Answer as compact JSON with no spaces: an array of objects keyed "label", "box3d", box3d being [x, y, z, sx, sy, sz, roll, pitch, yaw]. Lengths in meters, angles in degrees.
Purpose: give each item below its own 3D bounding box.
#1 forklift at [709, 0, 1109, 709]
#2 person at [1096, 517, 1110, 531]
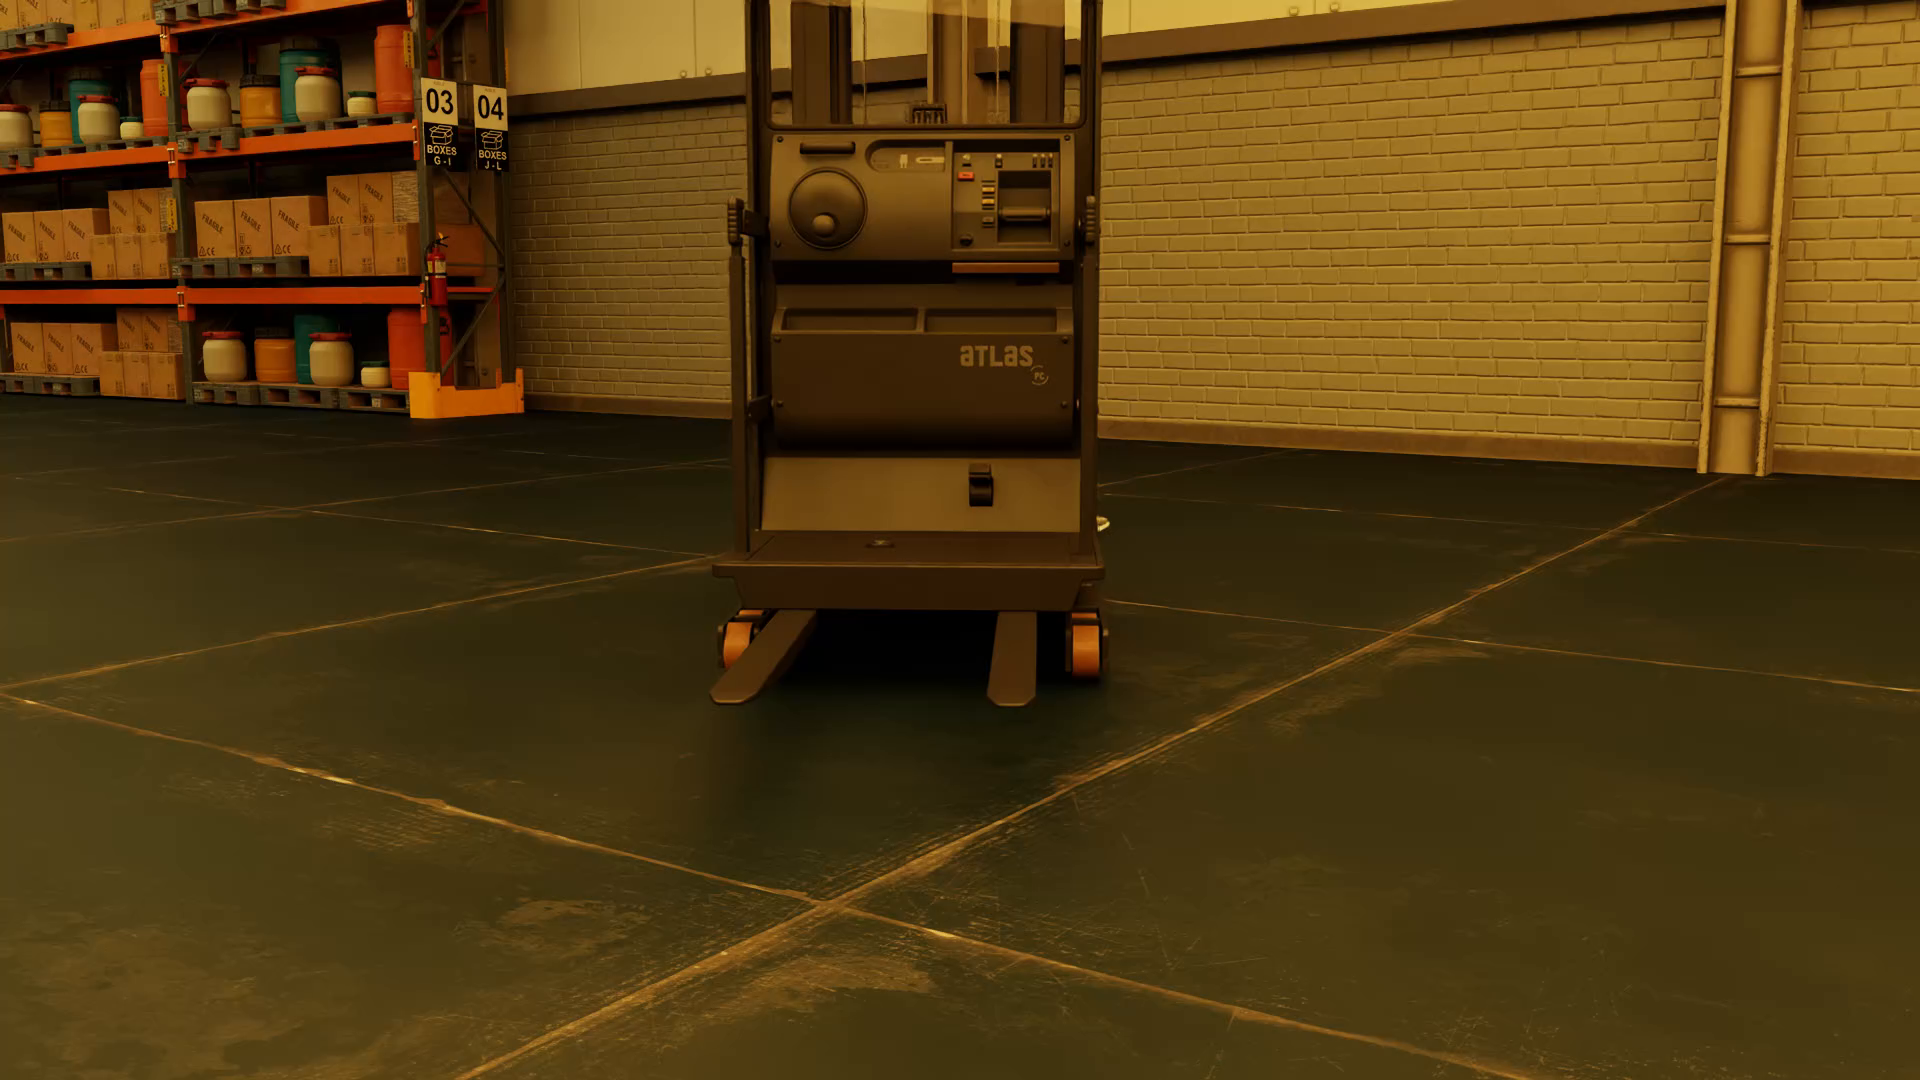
[{"label":"forklift","box3d":[-0.122,-1.093,4.879,1.130,2.935,3.031,0,8,3]},{"label":"person","box3d":[0.354,-0.702,7.563,0.746,1.381,0.999,-2,8,-17]}]
